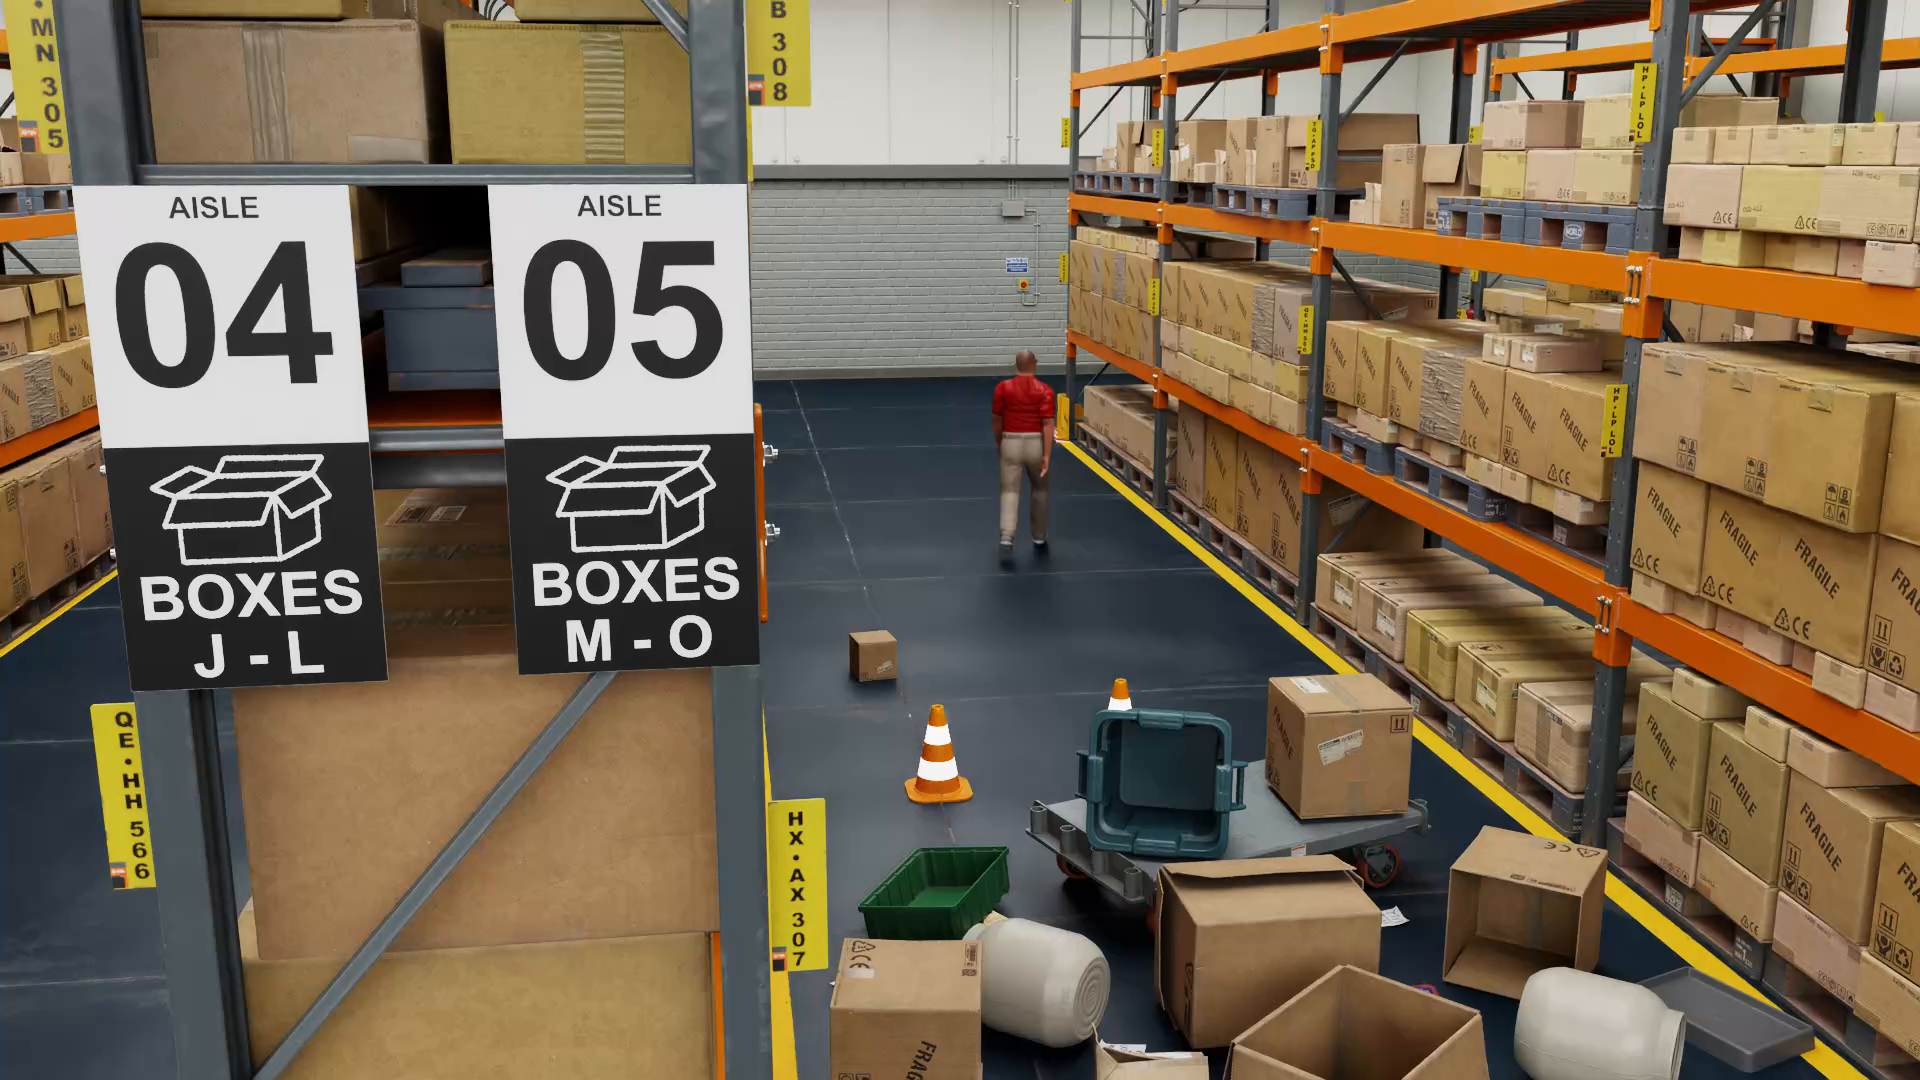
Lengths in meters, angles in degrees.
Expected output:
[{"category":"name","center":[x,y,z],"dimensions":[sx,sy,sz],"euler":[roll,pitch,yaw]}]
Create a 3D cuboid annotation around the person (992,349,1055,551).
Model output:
[{"category":"person","center":[0.522,-0.741,13.713],"dimensions":[0.530,1.677,1.028],"euler":[1,13,6]}]
